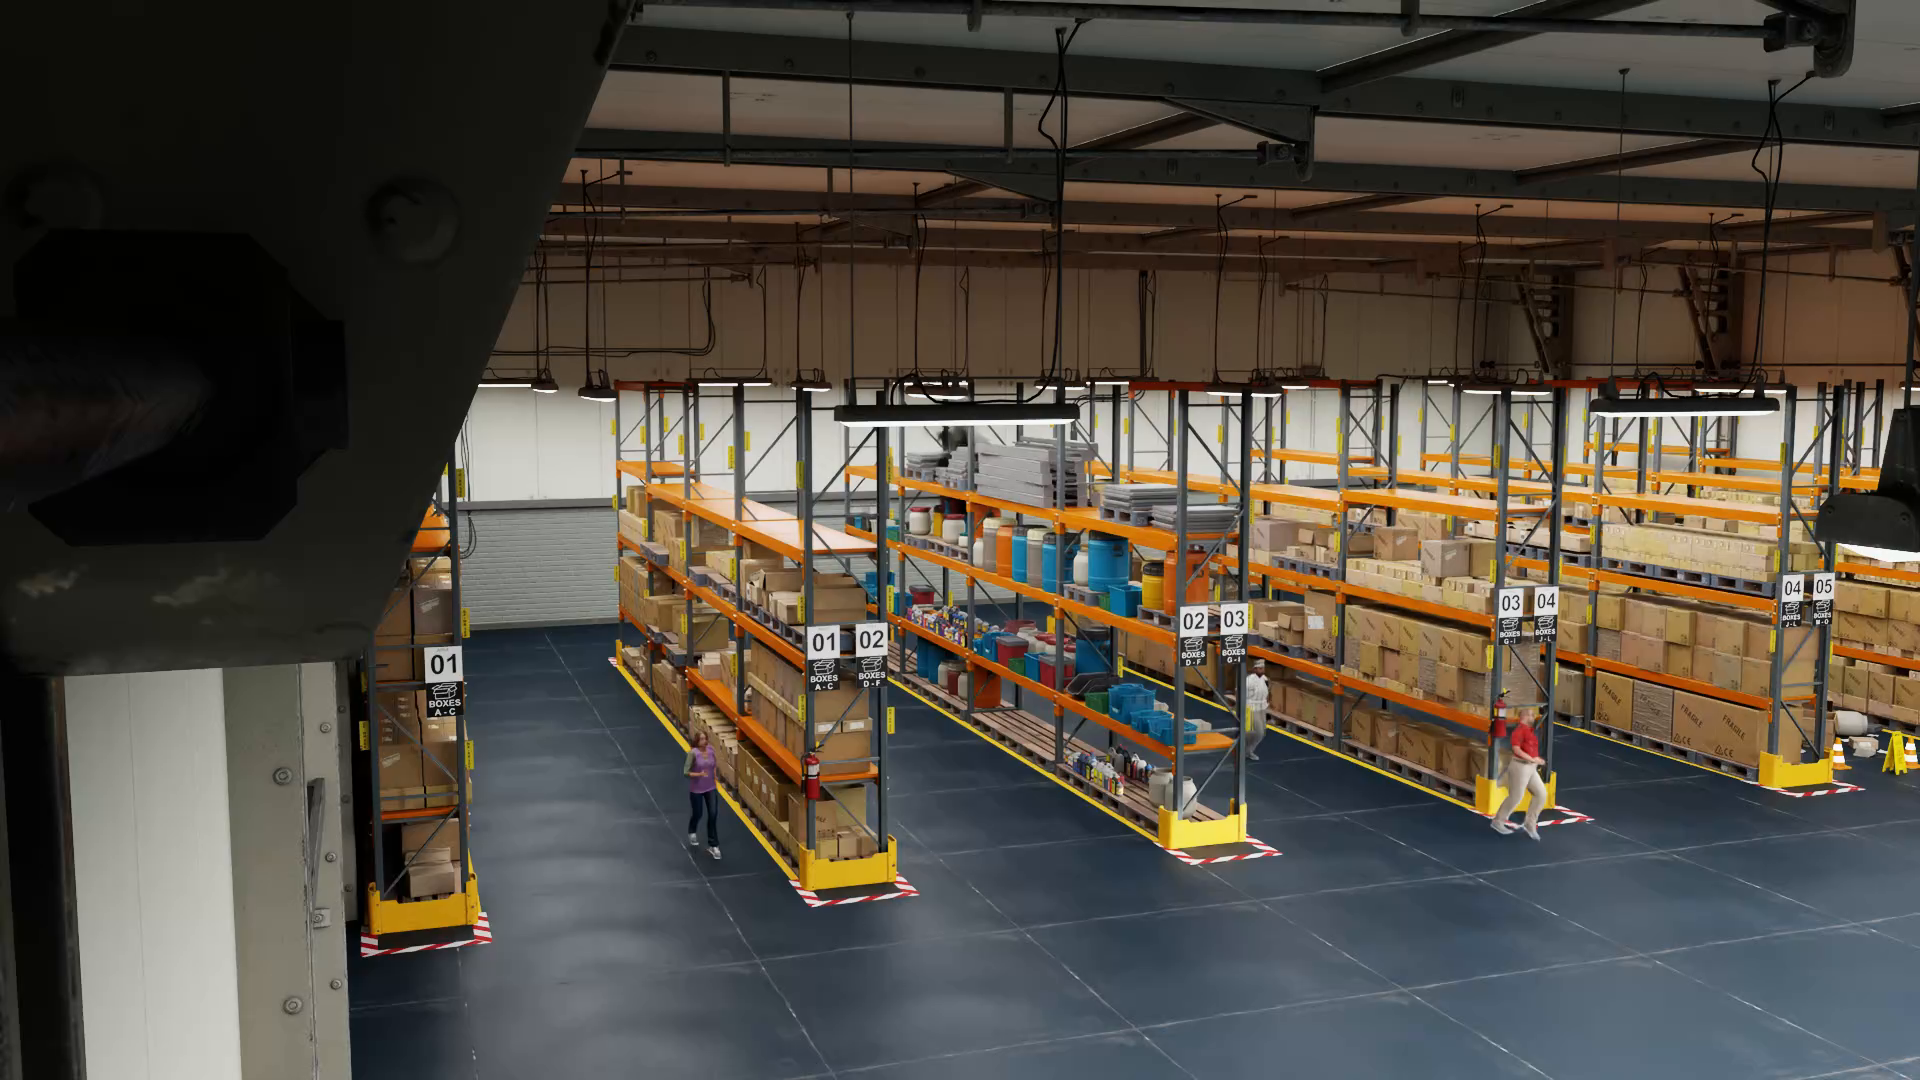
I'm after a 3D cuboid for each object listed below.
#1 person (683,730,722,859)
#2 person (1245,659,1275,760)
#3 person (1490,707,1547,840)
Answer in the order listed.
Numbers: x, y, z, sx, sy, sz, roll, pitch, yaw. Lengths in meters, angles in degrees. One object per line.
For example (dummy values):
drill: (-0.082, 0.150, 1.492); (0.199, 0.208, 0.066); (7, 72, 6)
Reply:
person: (-3.323, 3.244, 21.465); (0.531, 1.607, 0.833); (-3, 7, -29)
person: (4.760, 2.713, 26.562); (0.558, 1.641, 0.589); (-4, 7, -32)
person: (7.576, 3.135, 22.391); (0.670, 1.771, 0.726); (4, 7, 36)
